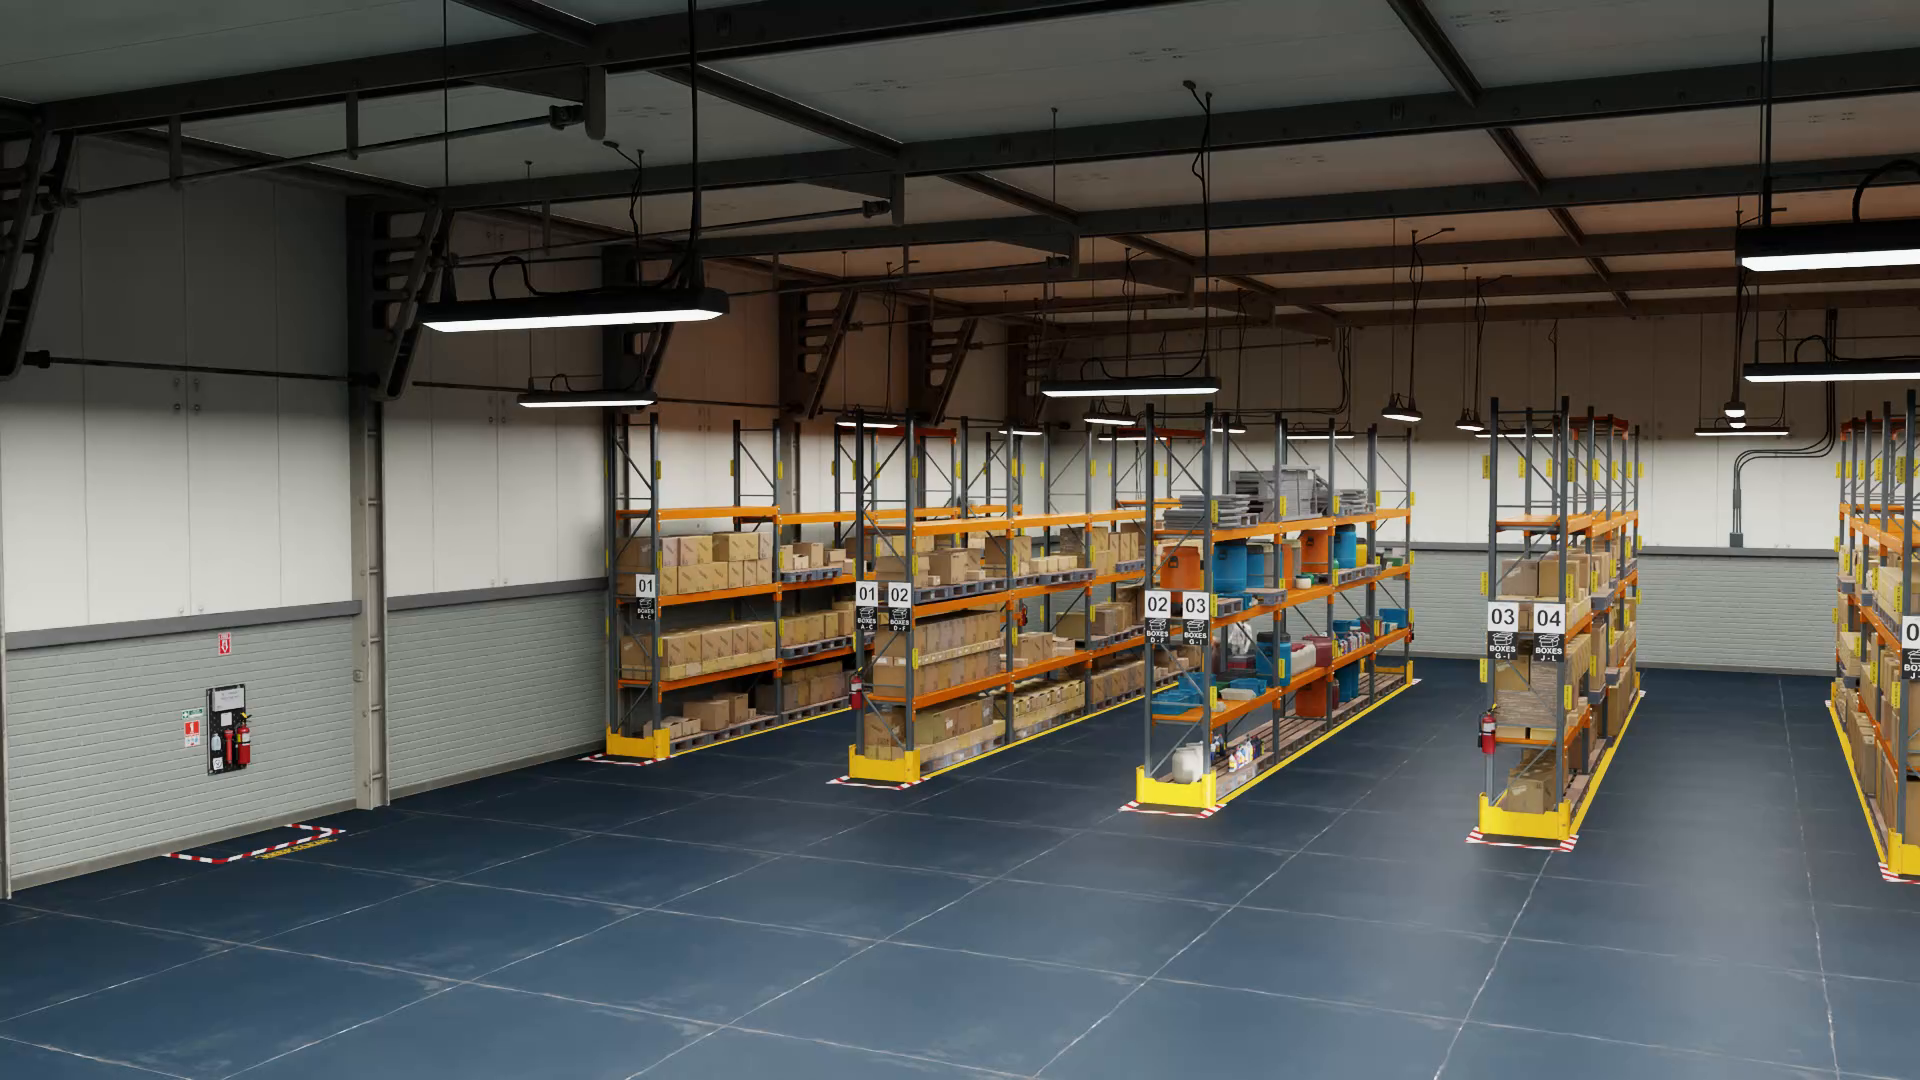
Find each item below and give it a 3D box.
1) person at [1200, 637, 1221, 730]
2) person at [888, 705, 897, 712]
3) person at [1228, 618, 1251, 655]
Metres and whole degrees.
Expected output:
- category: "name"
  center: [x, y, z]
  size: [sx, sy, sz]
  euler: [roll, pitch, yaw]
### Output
- category: "person"
  center: [4.847, 2.756, 32.032]
  size: [0.413, 1.787, 0.613]
  euler: [0, 2, 8]
- category: "person"
  center: [-1.355, 2.765, 33.573]
  size: [0.365, 1.719, 0.529]
  euler: [1, 2, 15]
- category: "person"
  center: [6.650, 2.517, 39.526]
  size: [0.609, 1.663, 0.627]
  euler: [2, 3, 33]
